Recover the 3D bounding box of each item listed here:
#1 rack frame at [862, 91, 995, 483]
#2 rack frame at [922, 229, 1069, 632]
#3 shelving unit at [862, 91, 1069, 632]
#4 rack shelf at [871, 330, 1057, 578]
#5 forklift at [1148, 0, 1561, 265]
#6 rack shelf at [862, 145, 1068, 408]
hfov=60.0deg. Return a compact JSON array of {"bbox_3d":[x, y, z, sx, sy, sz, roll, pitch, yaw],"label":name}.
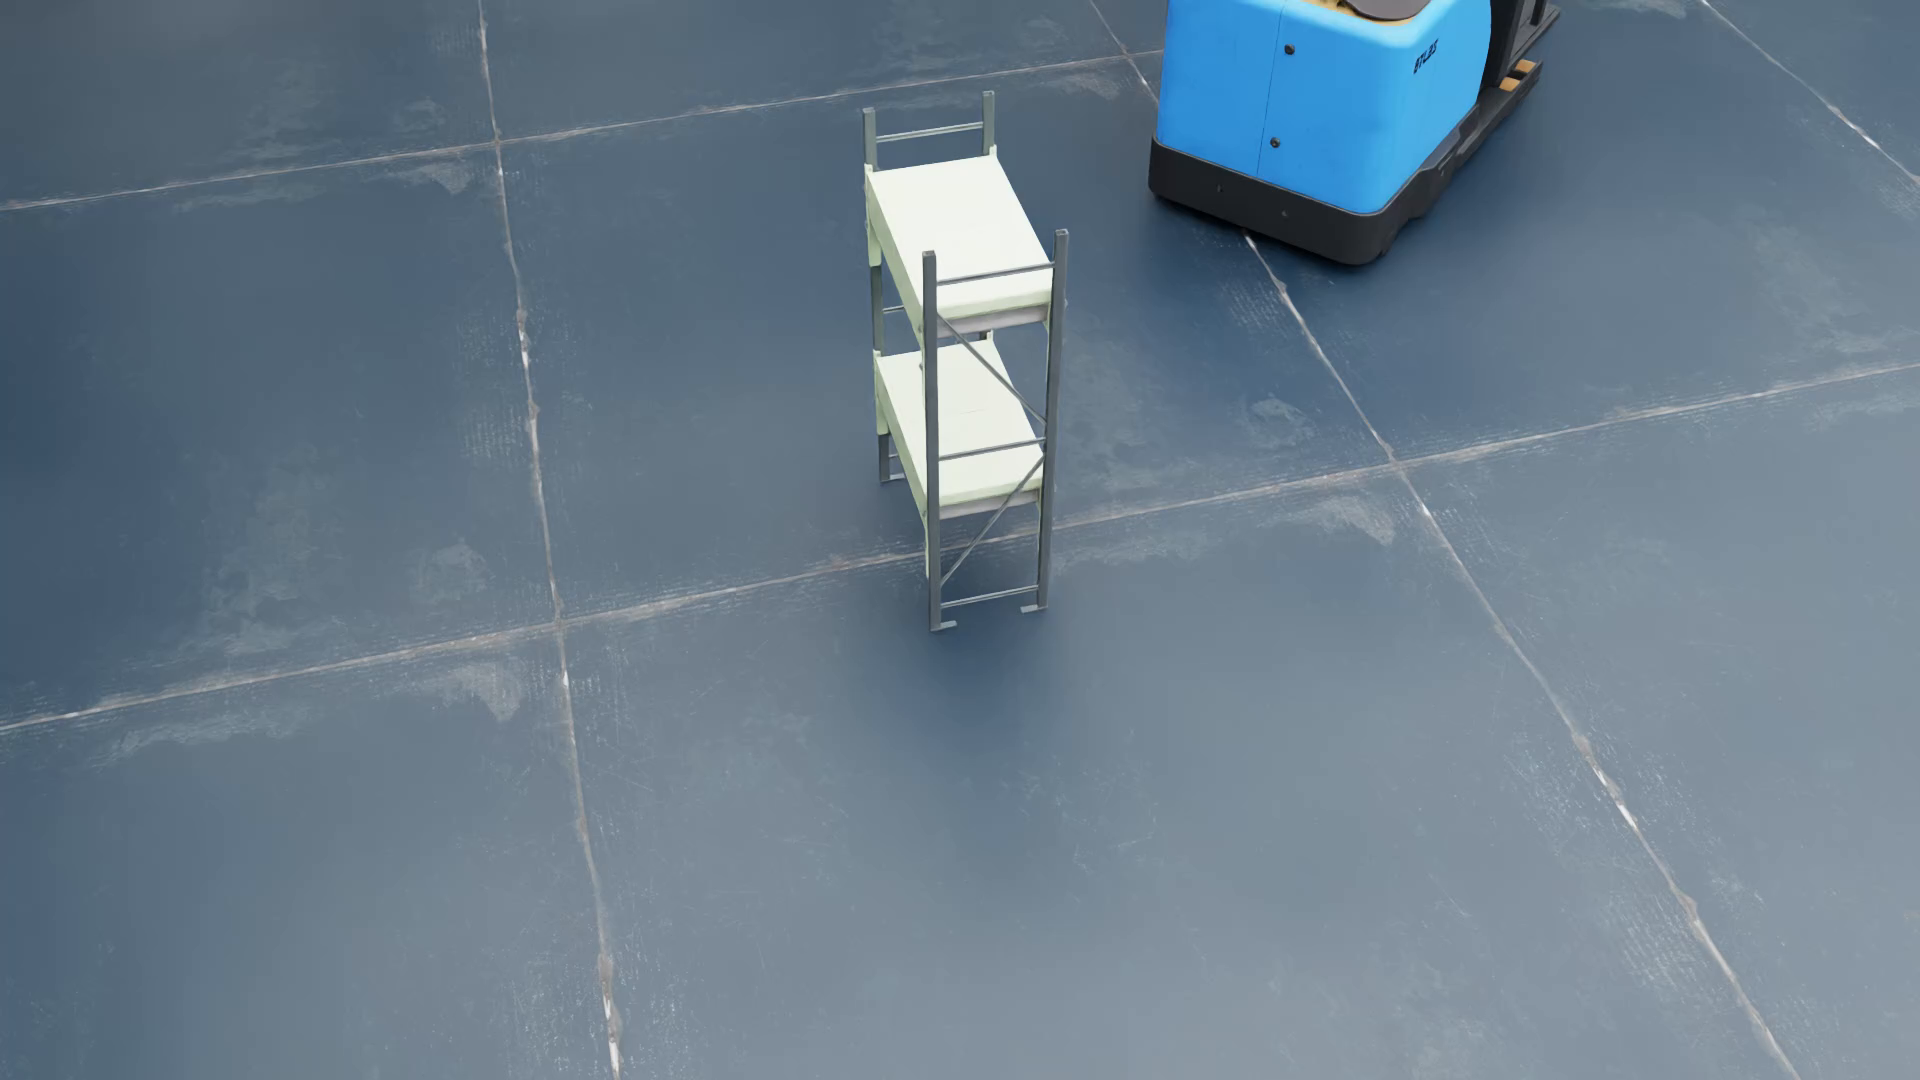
[{"bbox_3d":[-0.092,-0.773,5.457,0.400,1.500,0.023,-11,47,-10],"label":"rack frame"},{"bbox_3d":[0.095,-0.268,4.962,0.400,1.500,0.023,-11,47,-10],"label":"rack frame"},{"bbox_3d":[0.002,-0.520,5.210,0.431,1.500,0.755,-11,47,-10],"label":"shelving unit"},{"bbox_3d":[0.002,-0.292,5.443,0.431,0.370,0.720,-11,47,-10],"label":"rack shelf"},{"bbox_3d":[2.056,-3.163,6.798,1.130,2.935,3.031,26,51,23],"label":"forklift"},{"bbox_3d":[0.002,-0.793,4.931,0.431,0.370,0.720,-11,47,-10],"label":"rack shelf"}]
